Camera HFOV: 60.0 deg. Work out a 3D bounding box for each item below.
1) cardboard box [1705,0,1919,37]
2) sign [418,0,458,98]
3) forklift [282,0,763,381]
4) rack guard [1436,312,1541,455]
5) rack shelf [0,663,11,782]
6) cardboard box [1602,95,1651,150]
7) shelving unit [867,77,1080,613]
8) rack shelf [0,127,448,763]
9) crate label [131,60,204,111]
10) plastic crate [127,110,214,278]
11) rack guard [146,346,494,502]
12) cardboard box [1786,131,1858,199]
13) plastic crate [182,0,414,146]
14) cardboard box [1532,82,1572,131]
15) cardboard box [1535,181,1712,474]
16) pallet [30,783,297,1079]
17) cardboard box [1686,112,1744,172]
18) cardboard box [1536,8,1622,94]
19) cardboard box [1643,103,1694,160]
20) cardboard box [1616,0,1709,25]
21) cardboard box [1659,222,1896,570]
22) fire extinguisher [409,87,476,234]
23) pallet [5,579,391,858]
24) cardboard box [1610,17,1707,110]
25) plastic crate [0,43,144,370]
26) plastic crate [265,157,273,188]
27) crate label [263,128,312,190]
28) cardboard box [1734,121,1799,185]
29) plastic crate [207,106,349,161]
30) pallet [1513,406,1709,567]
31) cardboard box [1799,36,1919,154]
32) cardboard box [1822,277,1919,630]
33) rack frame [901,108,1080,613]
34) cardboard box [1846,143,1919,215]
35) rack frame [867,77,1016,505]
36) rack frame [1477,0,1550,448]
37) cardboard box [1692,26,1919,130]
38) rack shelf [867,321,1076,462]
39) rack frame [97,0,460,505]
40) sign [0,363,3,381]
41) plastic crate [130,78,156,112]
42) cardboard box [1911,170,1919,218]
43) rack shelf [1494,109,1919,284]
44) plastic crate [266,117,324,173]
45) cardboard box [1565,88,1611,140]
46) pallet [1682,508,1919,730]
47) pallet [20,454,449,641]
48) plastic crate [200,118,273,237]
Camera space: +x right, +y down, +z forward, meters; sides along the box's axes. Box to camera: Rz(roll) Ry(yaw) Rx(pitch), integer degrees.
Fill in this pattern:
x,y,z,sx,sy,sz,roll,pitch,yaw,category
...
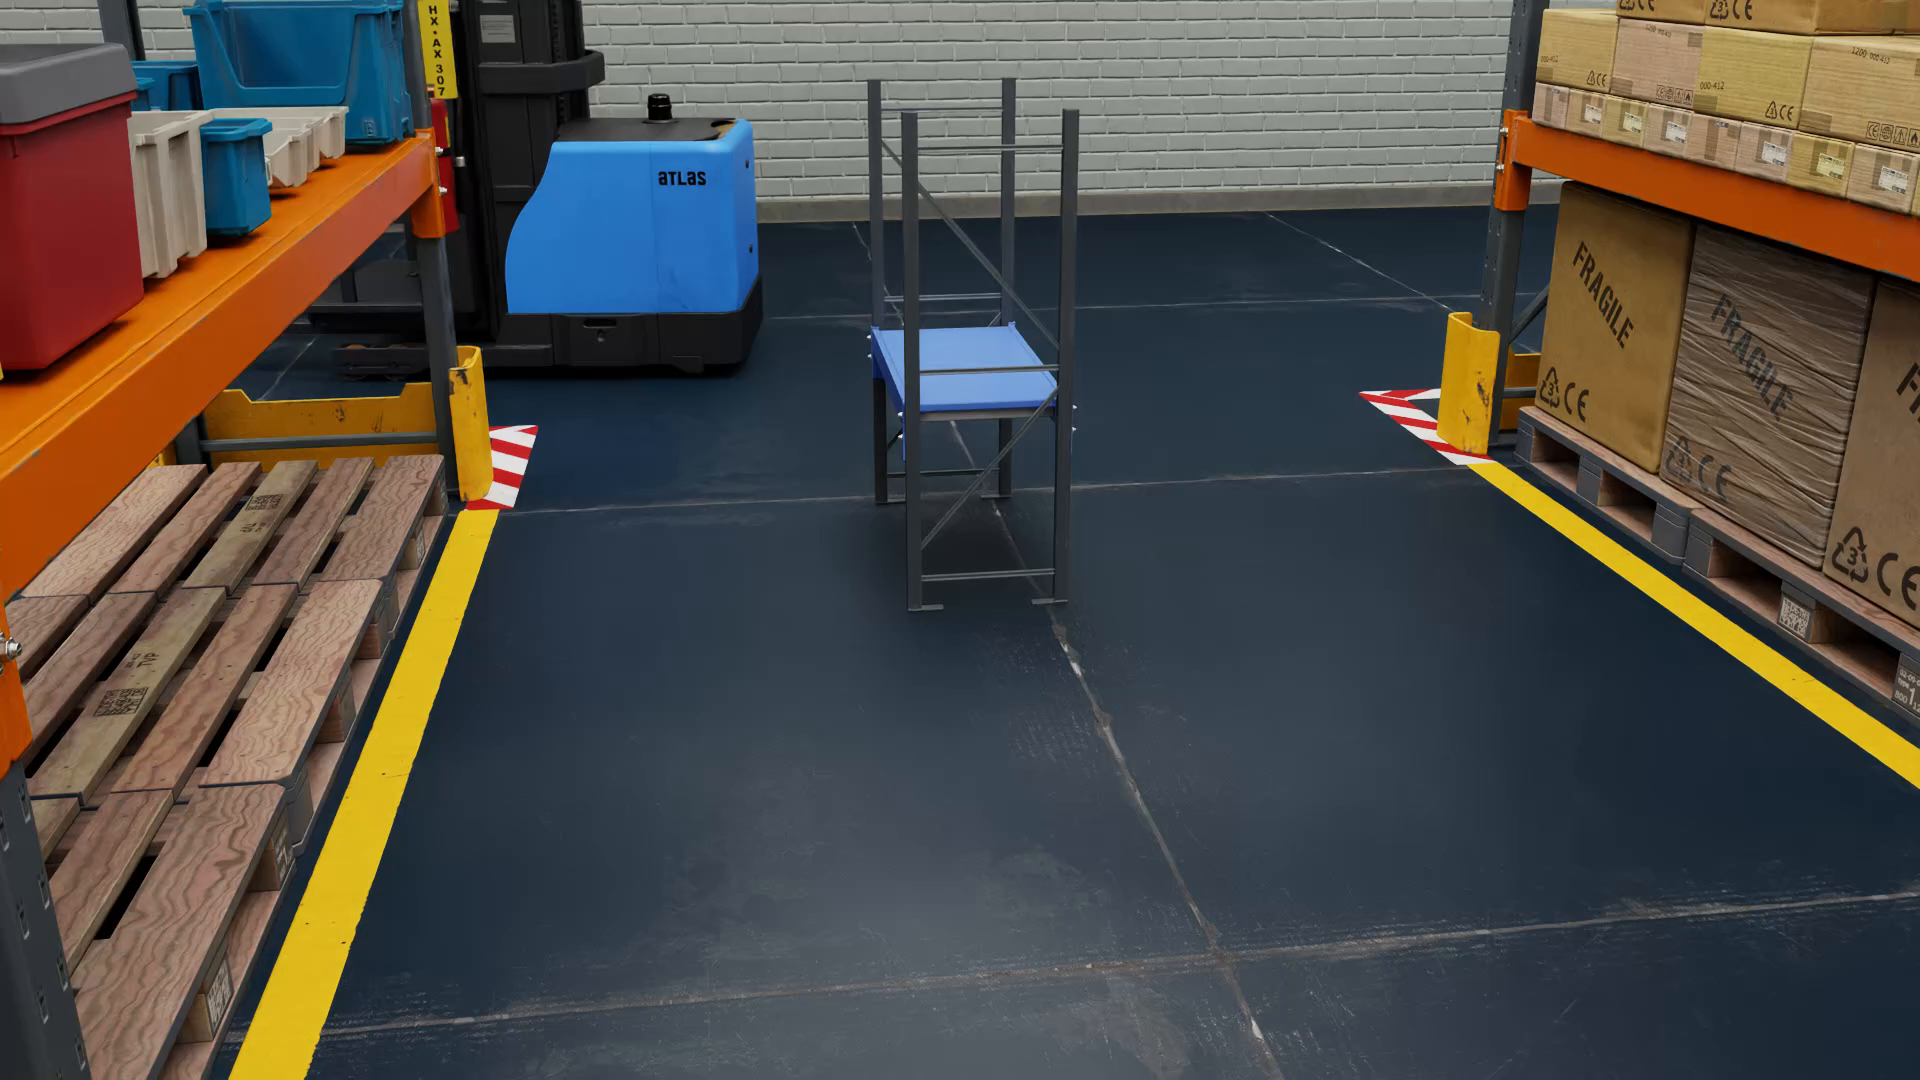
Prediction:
x,y,z,sx,sy,sz,roll,pitch,yaw,category
2.525,-1.710,4.724,0.500,0.500,0.500,-3,21,-9,cardboard box
-1.789,-1.681,5.697,0.100,0.325,0.005,-3,21,-8,sign
-2.524,-2.295,7.672,3.031,2.935,1.130,0,20,-1,forklift
2.567,-0.658,6.765,1.175,0.500,0.348,-3,21,-8,rack guard
-1.466,0.843,0.200,1.077,0.370,4.000,-3,21,-8,rack shelf
2.371,-1.387,5.500,0.380,0.149,0.250,-3,21,-9,cardboard box
0.012,-0.673,5.375,0.538,1.500,1.048,-3,21,-8,shelving unit
-2.042,-0.542,3.908,1.077,0.370,4.000,-3,21,-8,rack shelf
-2.621,-1.419,5.382,0.416,0.233,0.303,-3,21,-8,crate label
-1.792,-0.697,3.379,0.437,0.282,0.530,-3,21,-8,plastic crate
-2.347,-0.408,6.094,1.175,0.500,0.348,-3,21,-8,rack guard
2.518,-1.031,4.550,0.380,0.149,0.250,-3,21,-9,cardboard box
-2.098,-1.509,5.334,0.616,0.435,0.499,-3,21,-8,plastic crate
2.295,-1.564,5.975,0.380,0.149,0.250,-3,21,-7,cardboard box
2.742,-0.805,6.021,0.875,0.875,0.875,-3,21,-8,cardboard box
-1.898,0.867,3.092,1.003,0.211,1.213,-3,21,-8,pallet
2.445,-1.208,5.023,0.380,0.149,0.250,-3,21,-9,cardboard box
2.373,-1.710,5.798,0.500,0.250,0.500,-3,21,-9,cardboard box
2.410,-1.296,5.259,0.380,0.149,0.250,-3,21,-9,cardboard box
2.445,-1.889,5.203,0.500,0.500,0.500,-3,21,-9,cardboard box
2.873,-0.490,5.177,0.875,0.875,0.875,-3,21,-8,cardboard box
-1.903,-1.436,5.916,0.296,0.674,0.183,-3,21,-8,fire extinguisher
-2.078,0.444,4.226,1.003,0.211,1.213,-3,21,-8,pallet
2.454,-1.531,5.317,0.500,0.250,0.500,-3,21,-8,cardboard box
-1.635,-0.566,2.768,0.402,0.464,0.583,-3,21,-8,plastic crate
-1.881,-0.905,4.143,0.298,0.136,0.250,-3,21,-8,plastic crate
-1.942,-1.006,4.415,0.396,0.136,0.243,-3,21,-8,crate label
2.483,-1.119,4.784,0.380,0.149,0.250,-3,21,-8,cardboard box
-2.034,-1.203,4.940,0.396,0.136,0.243,-3,21,-8,plastic crate
2.763,-0.242,6.062,1.003,0.211,1.213,-3,21,-8,pallet
2.603,-1.176,4.368,0.500,0.250,0.500,-3,21,-9,cardboard box
3.001,-0.182,4.352,0.875,0.875,0.875,-3,21,-8,cardboard box
0.086,-0.497,4.903,0.500,1.500,0.032,-3,21,-8,rack frame
2.558,-0.941,4.307,0.380,0.149,0.250,-3,21,-7,cardboard box
-0.061,-0.849,5.846,0.500,1.500,0.032,-3,21,-8,rack frame
2.571,-1.821,6.305,1.000,3.000,0.127,-3,21,-8,rack frame
2.523,-1.357,4.850,0.500,0.250,0.500,-4,21,-10,cardboard box
0.012,-0.505,5.438,0.538,0.185,1.000,-3,21,-8,rack shelf
-2.331,-1.571,5.636,1.000,3.000,0.127,-3,21,-8,rack frame
-1.209,-0.343,1.952,0.100,0.325,0.005,-3,21,-8,sign
-2.526,-1.191,4.771,0.416,0.233,0.300,-3,21,-8,plastic crate
2.593,-0.852,4.071,0.380,0.149,0.250,-3,21,-9,cardboard box
2.859,-0.792,4.577,1.077,0.370,4.000,-3,21,-8,rack shelf
-2.006,-1.102,4.670,0.396,0.136,0.243,-3,21,-8,plastic crate
2.334,-1.475,5.738,0.380,0.149,0.250,-3,21,-9,cardboard box
2.936,0.180,4.934,1.003,0.211,1.213,-3,21,-8,pallet
-2.250,0.022,5.354,1.003,0.211,1.213,-3,21,-8,pallet
-1.781,-0.823,3.786,0.416,0.233,0.300,-3,21,-8,plastic crate
